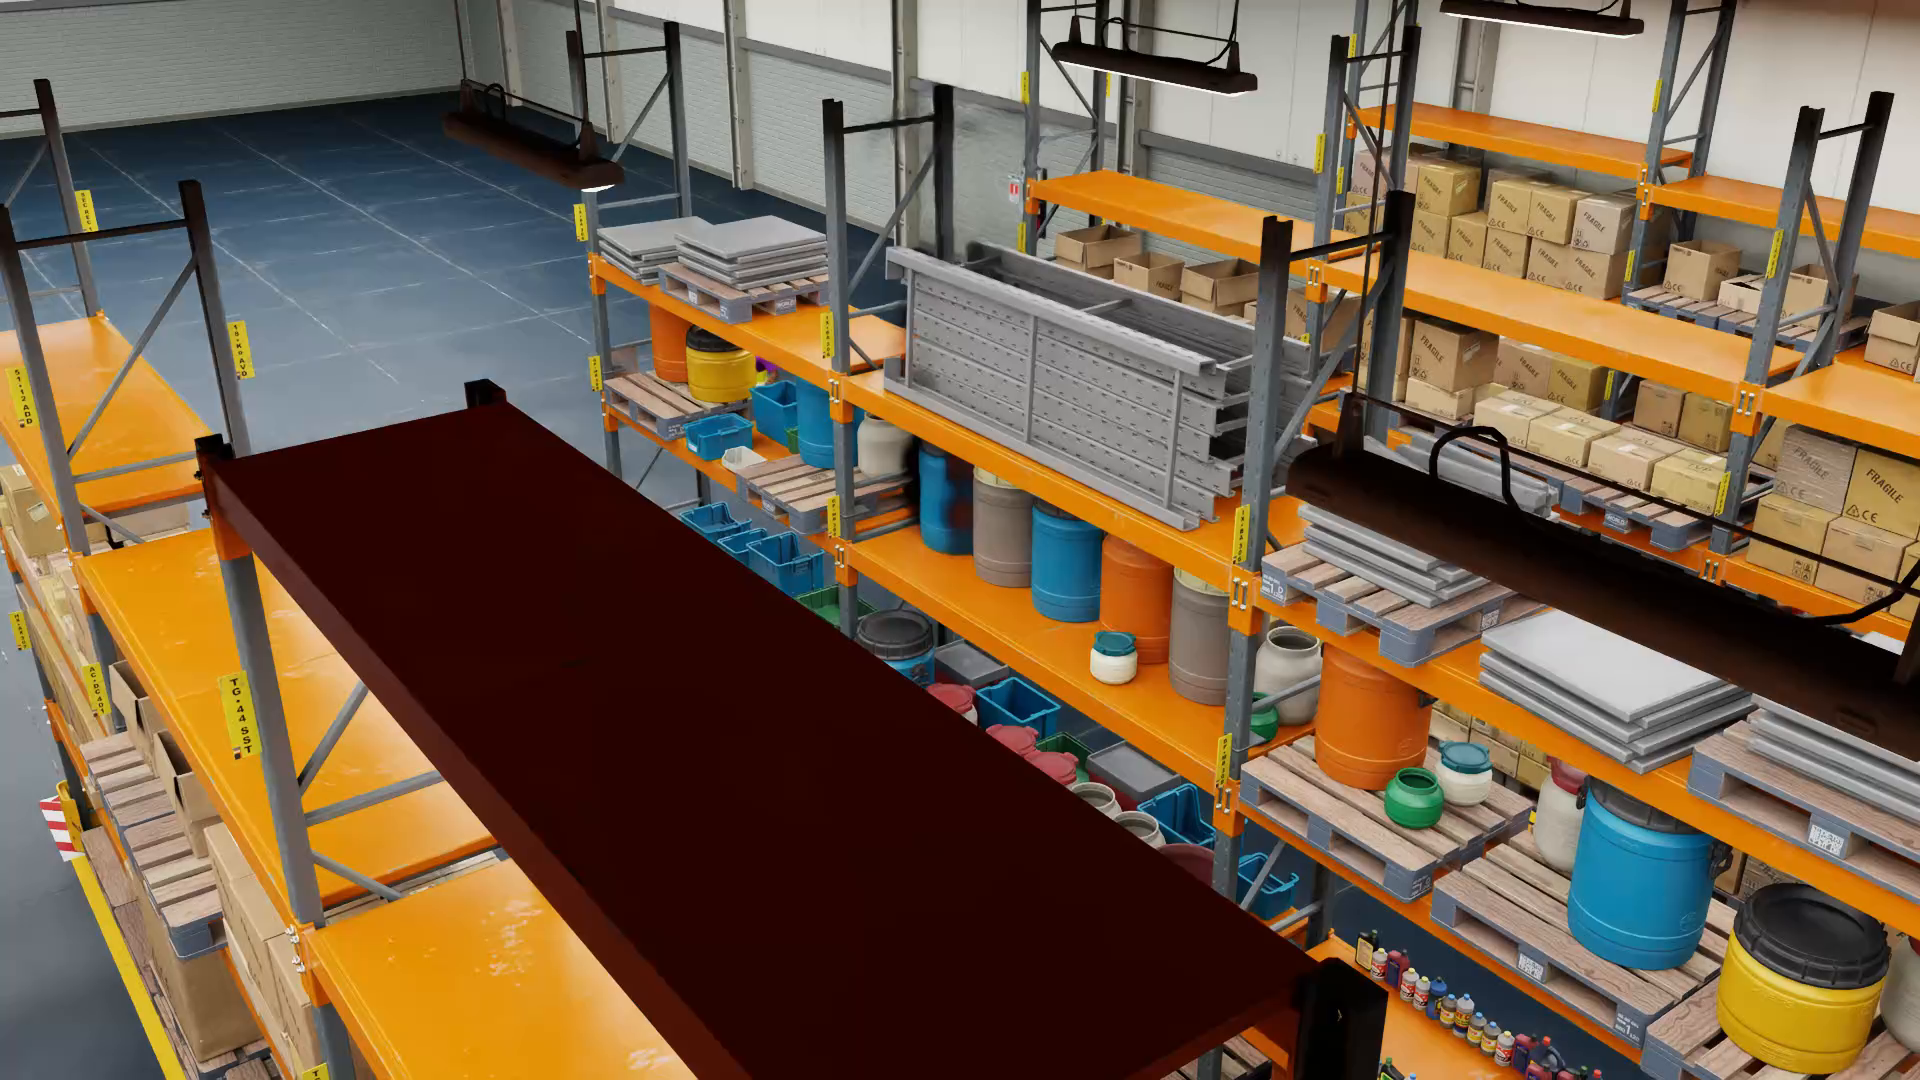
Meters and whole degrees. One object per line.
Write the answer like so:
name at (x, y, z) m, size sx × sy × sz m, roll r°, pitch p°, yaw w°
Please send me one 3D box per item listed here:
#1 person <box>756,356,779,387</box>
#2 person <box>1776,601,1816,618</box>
person at (-2.618, -1.859, 20.918) m, size 0.617 × 1.733 × 0.682 m, roll -6°, pitch 26°, yaw -13°
person at (7.604, 0.812, 15.121) m, size 0.653 × 1.728 × 0.912 m, roll -18°, pitch 30°, yaw -34°
